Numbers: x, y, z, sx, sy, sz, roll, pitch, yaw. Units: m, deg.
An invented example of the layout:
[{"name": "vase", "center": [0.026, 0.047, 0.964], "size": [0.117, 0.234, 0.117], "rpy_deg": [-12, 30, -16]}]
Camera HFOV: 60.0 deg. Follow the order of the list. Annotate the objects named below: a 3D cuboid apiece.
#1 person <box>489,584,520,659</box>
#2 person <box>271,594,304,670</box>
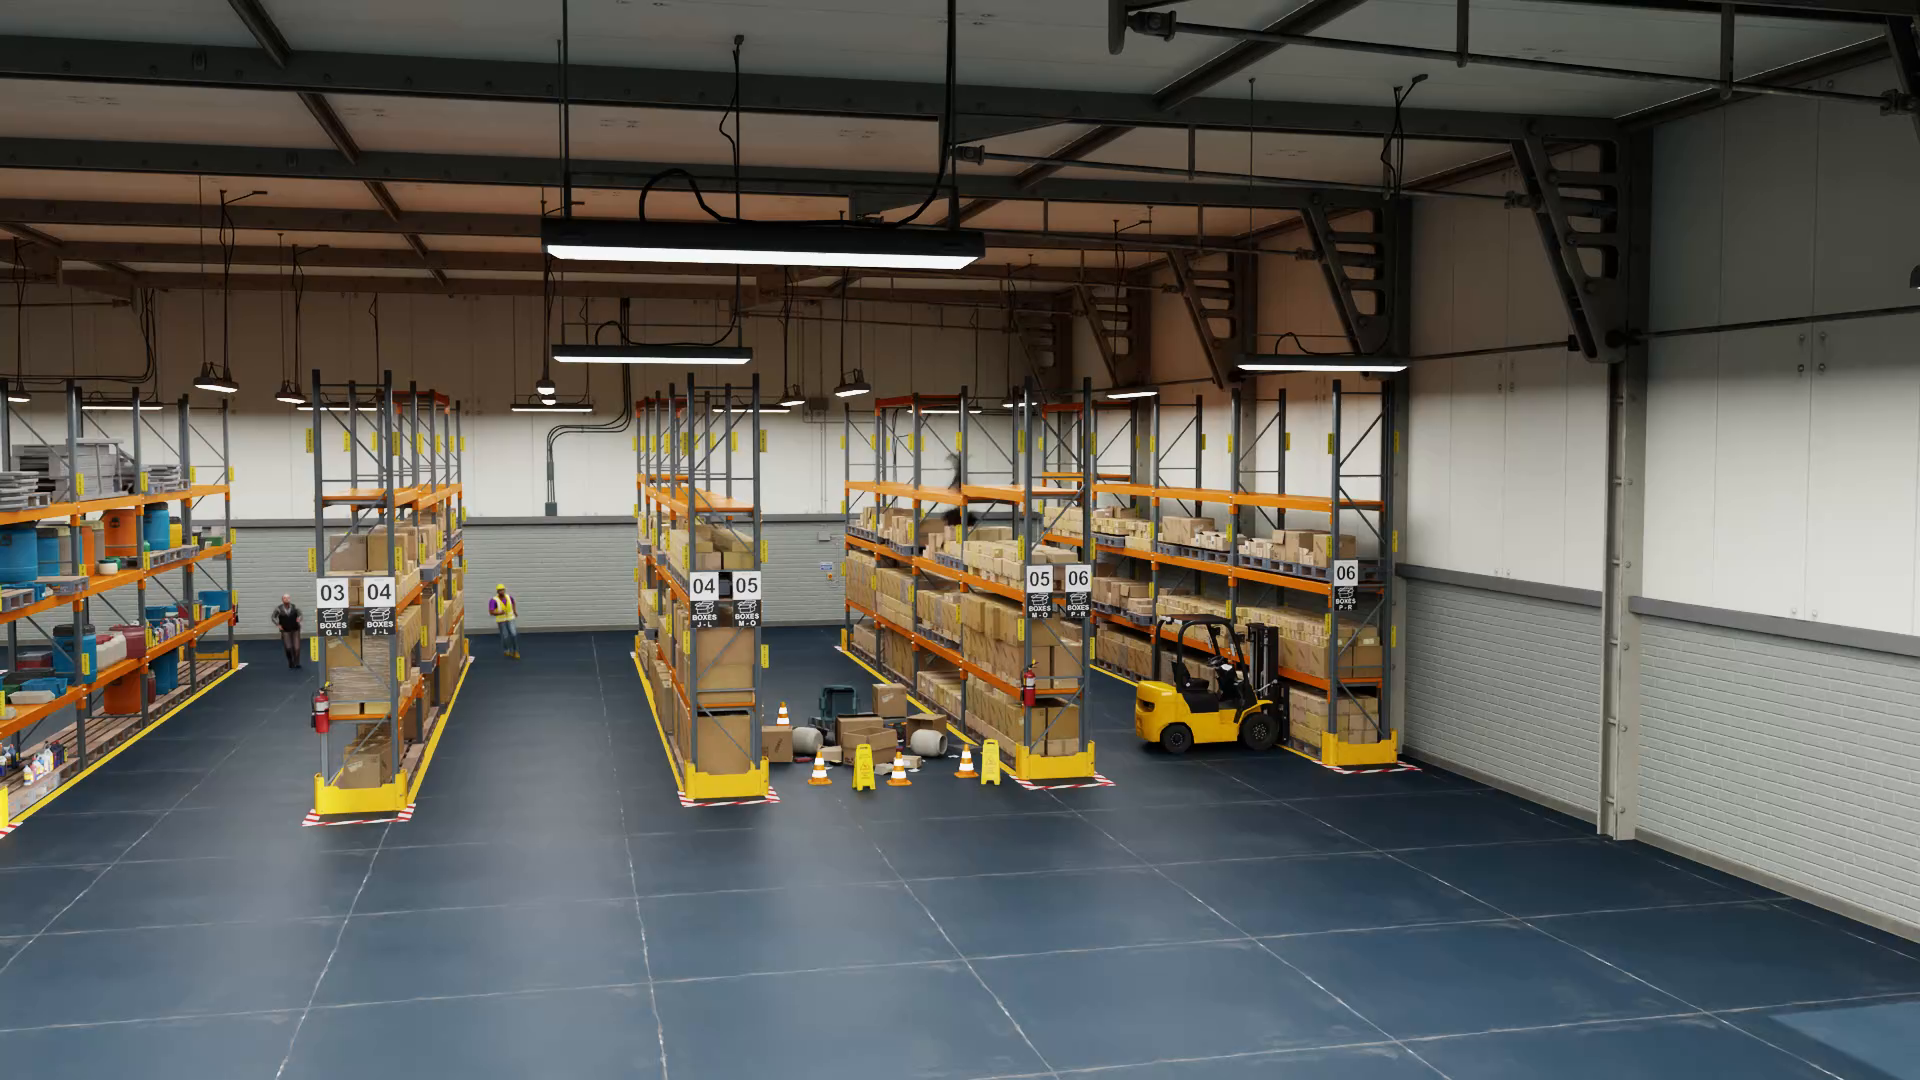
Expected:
[{"name": "person", "center": [-10.636, 1.906, 38.721], "size": [0.686, 1.784, 0.681], "rpy_deg": [-2, 4, -29]}, {"name": "person", "center": [-14.841, 2.041, 36.773], "size": [0.666, 1.690, 0.638], "rpy_deg": [-2, 4, -32]}]
